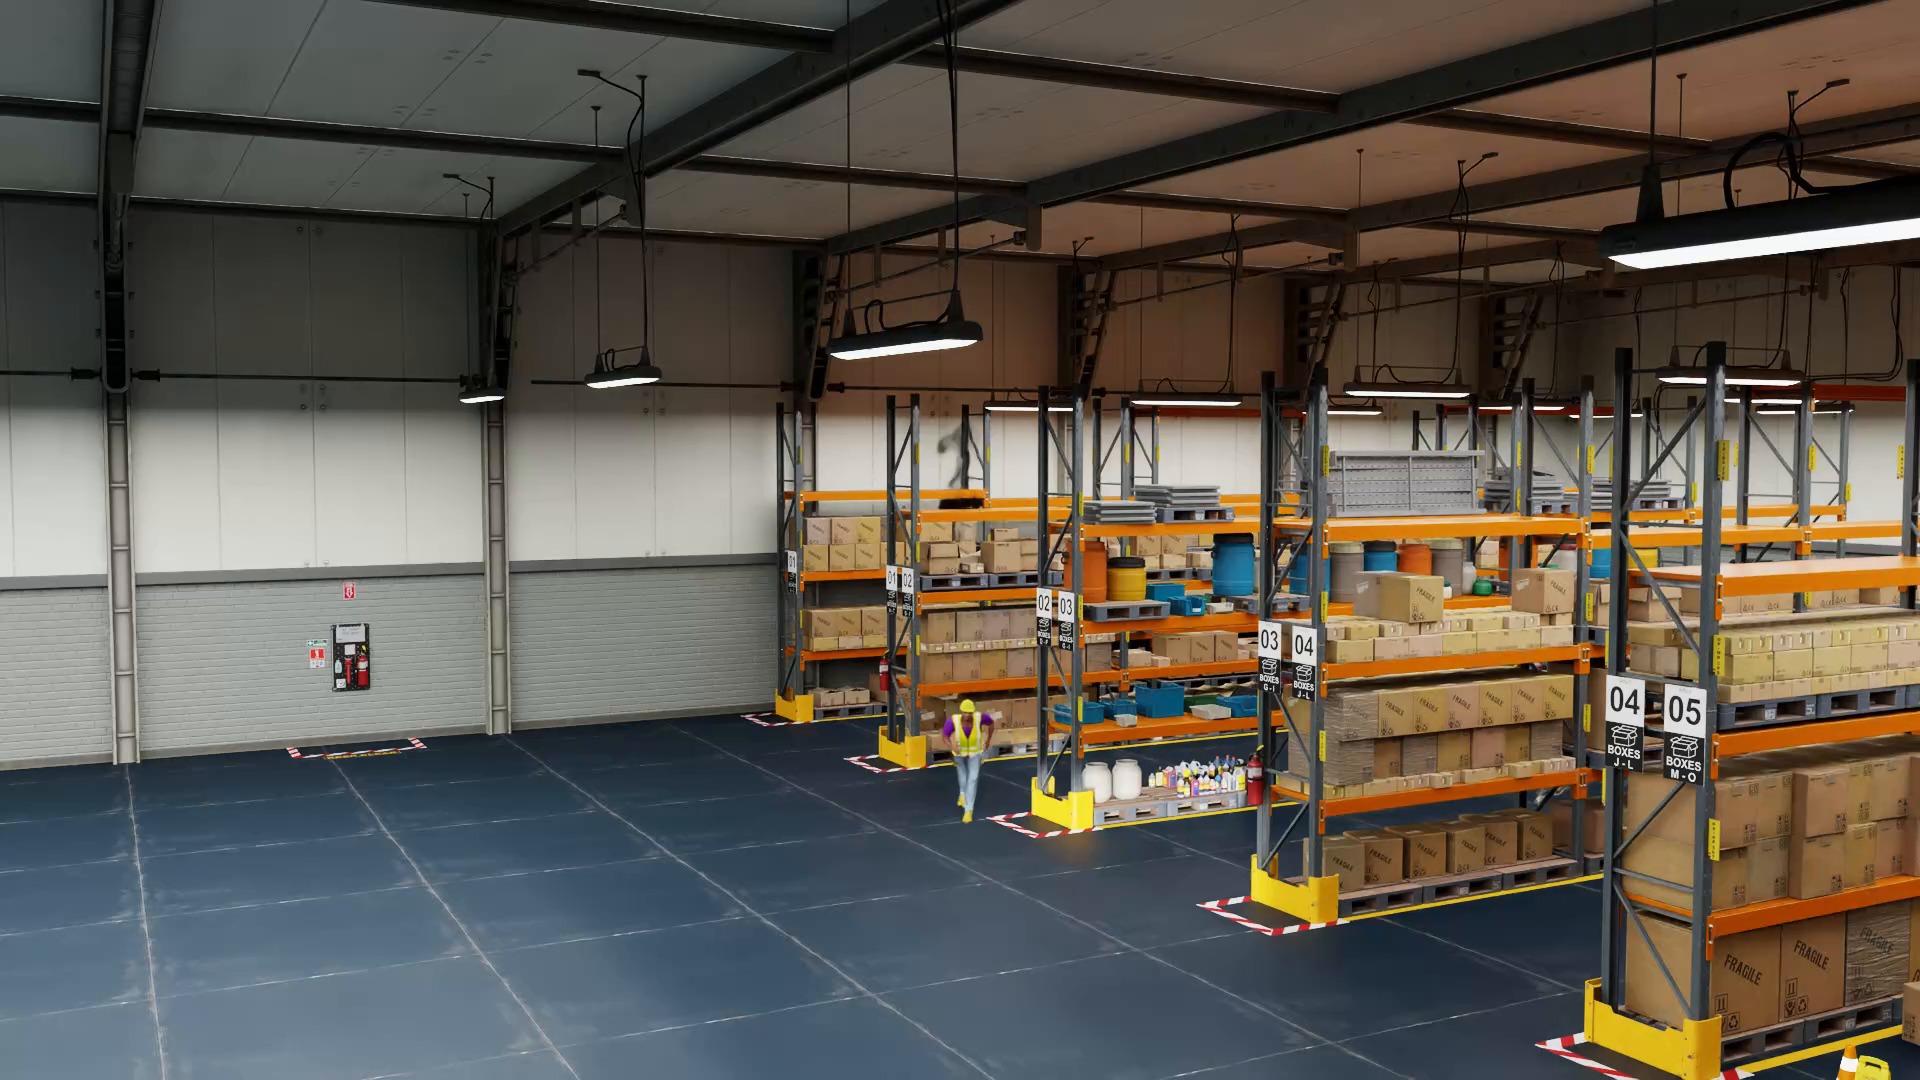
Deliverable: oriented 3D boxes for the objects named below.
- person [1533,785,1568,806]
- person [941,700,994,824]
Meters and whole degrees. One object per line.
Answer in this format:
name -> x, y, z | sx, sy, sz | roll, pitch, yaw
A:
person -> 8.566, 3.001, 24.098 | 0.804, 1.628, 0.547 | -2, 4, -29
person -> 0.102, 3.029, 23.224 | 0.744, 1.715, 1.057 | 0, 3, -4
